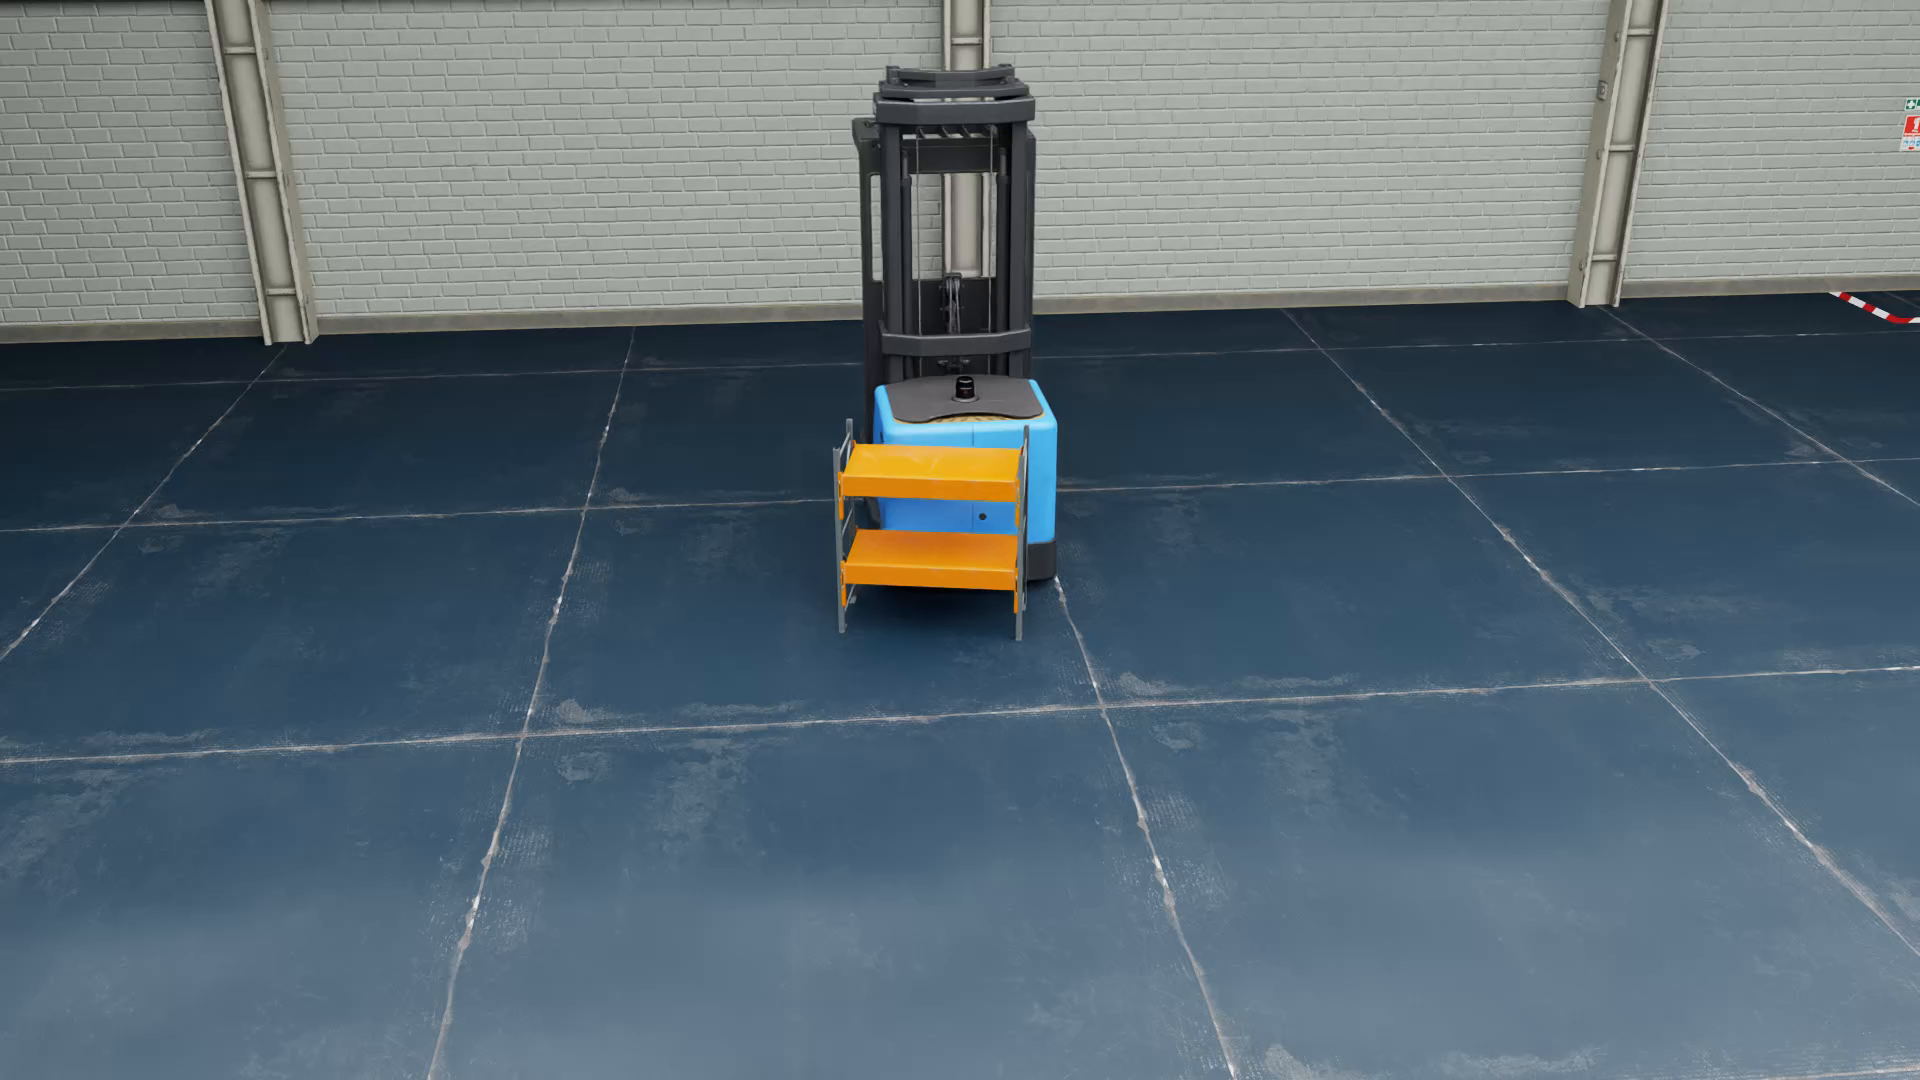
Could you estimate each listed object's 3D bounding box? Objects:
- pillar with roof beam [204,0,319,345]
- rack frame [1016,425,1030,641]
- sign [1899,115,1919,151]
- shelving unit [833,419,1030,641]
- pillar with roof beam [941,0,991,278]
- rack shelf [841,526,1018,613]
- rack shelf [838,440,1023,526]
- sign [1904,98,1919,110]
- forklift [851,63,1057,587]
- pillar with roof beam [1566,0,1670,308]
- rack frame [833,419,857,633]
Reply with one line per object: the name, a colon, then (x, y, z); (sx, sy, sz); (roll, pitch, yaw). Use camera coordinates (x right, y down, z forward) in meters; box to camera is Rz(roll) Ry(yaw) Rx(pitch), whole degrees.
pillar with roof beam: (-5.501, -4.153, 9.015); (0.400, 9.000, 9.100); (-2, 24, -5)
rack frame: (0.356, -0.040, 9.455); (0.032, 1.125, 0.500); (2, 24, 5)
sign: (8.965, -3.823, 15.615); (0.234, 0.329, 0.001); (-2, 24, -5)
shelving unit: (-0.150, -0.060, 9.499); (1.048, 1.125, 0.538); (2, 24, 5)
pillar with roof beam: (0.470, -4.393, 9.554); (0.400, 9.000, 9.100); (-2, 24, -5)
rack shelf: (-0.150, 0.164, 9.598); (1.000, 0.278, 0.538); (2, 24, 5)
rack shelf: (-0.150, -0.327, 9.380); (1.000, 0.278, 0.538); (2, 24, 5)
sign: (8.970, -4.062, 15.500); (0.331, 0.109, 0.001); (-2, 24, -5)
forklift: (-0.110, -1.626, 10.799); (1.130, 2.935, 3.031); (-3, 24, -7)
pillar with roof beam: (6.441, -4.632, 10.093); (0.400, 9.000, 9.100); (-2, 24, -5)
rack frame: (-0.656, -0.079, 9.543); (0.032, 1.125, 0.500); (2, 24, 5)
